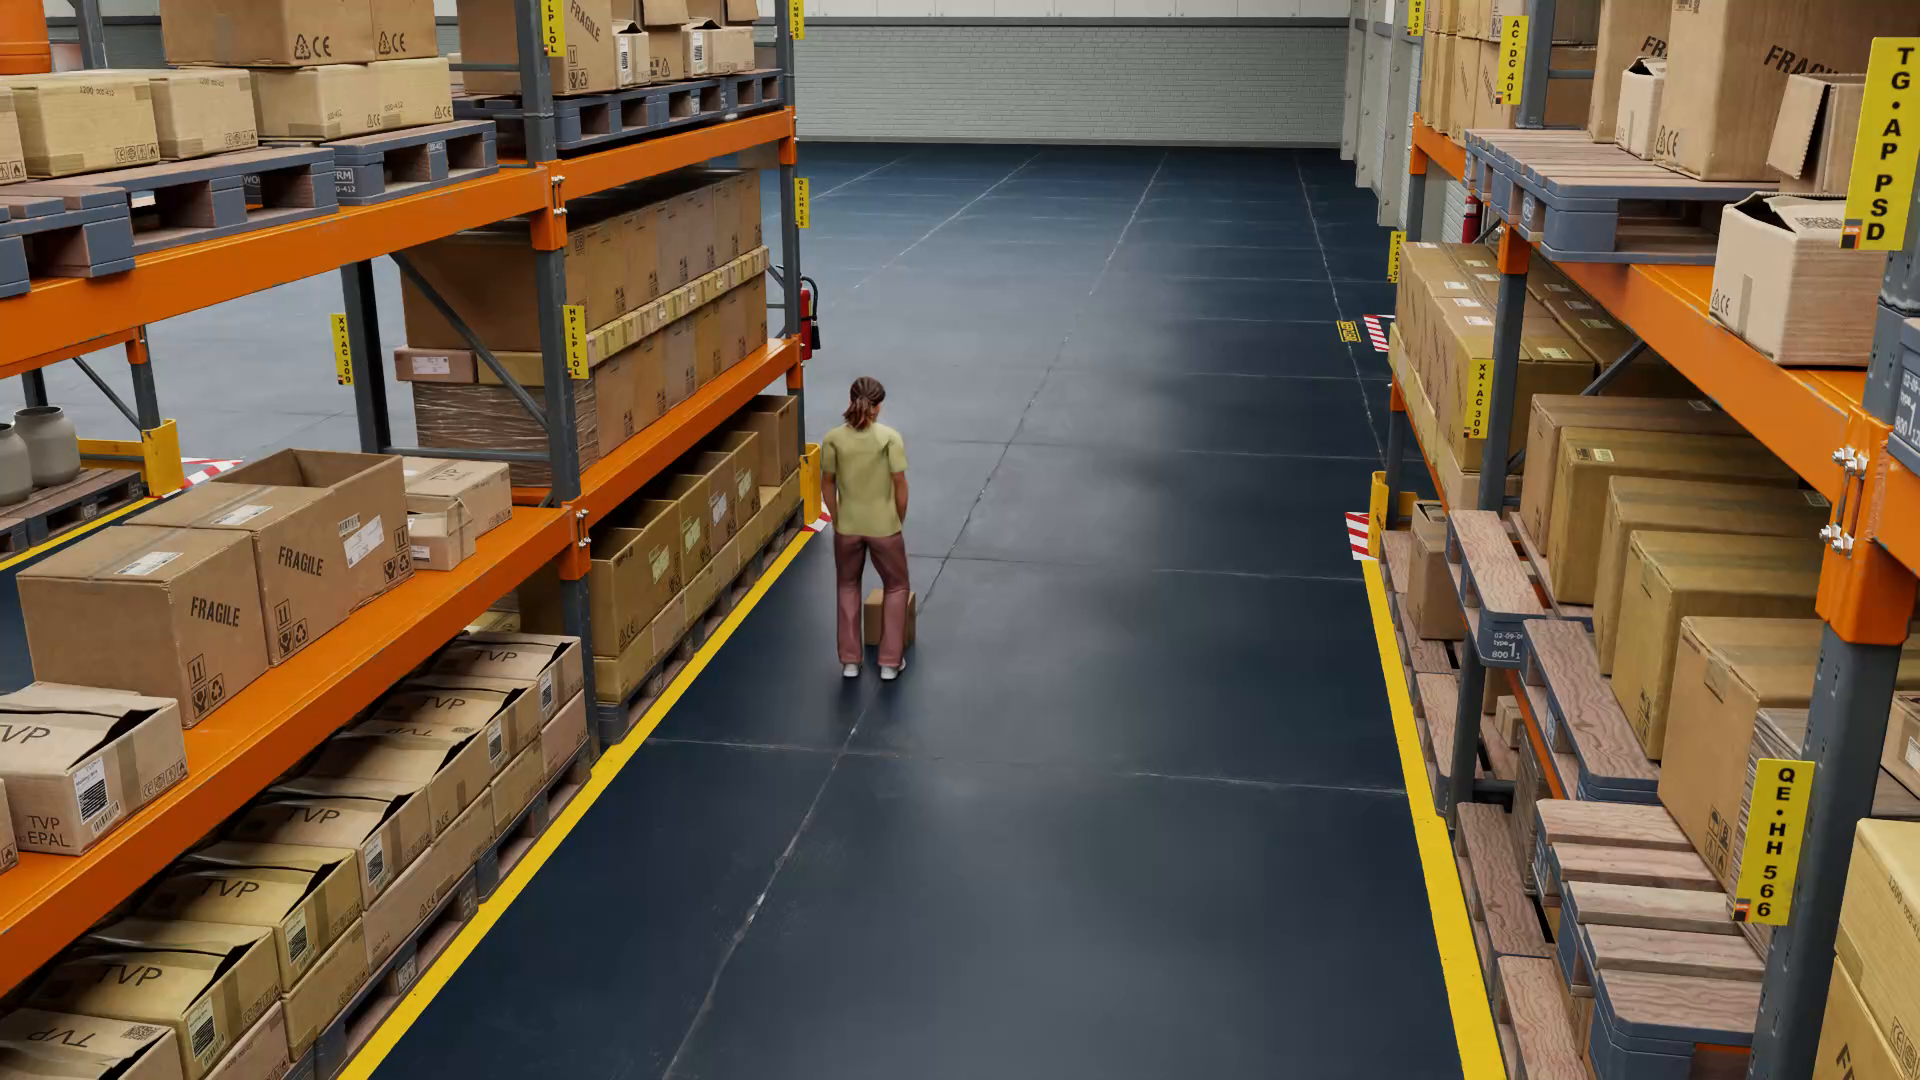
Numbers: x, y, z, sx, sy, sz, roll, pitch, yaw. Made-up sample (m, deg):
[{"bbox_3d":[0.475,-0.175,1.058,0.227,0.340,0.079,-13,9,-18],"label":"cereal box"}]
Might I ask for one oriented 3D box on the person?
[{"bbox_3d":[-0.503,0.011,8.909,0.506,1.444,0.596,3,18,9],"label":"person"}]
